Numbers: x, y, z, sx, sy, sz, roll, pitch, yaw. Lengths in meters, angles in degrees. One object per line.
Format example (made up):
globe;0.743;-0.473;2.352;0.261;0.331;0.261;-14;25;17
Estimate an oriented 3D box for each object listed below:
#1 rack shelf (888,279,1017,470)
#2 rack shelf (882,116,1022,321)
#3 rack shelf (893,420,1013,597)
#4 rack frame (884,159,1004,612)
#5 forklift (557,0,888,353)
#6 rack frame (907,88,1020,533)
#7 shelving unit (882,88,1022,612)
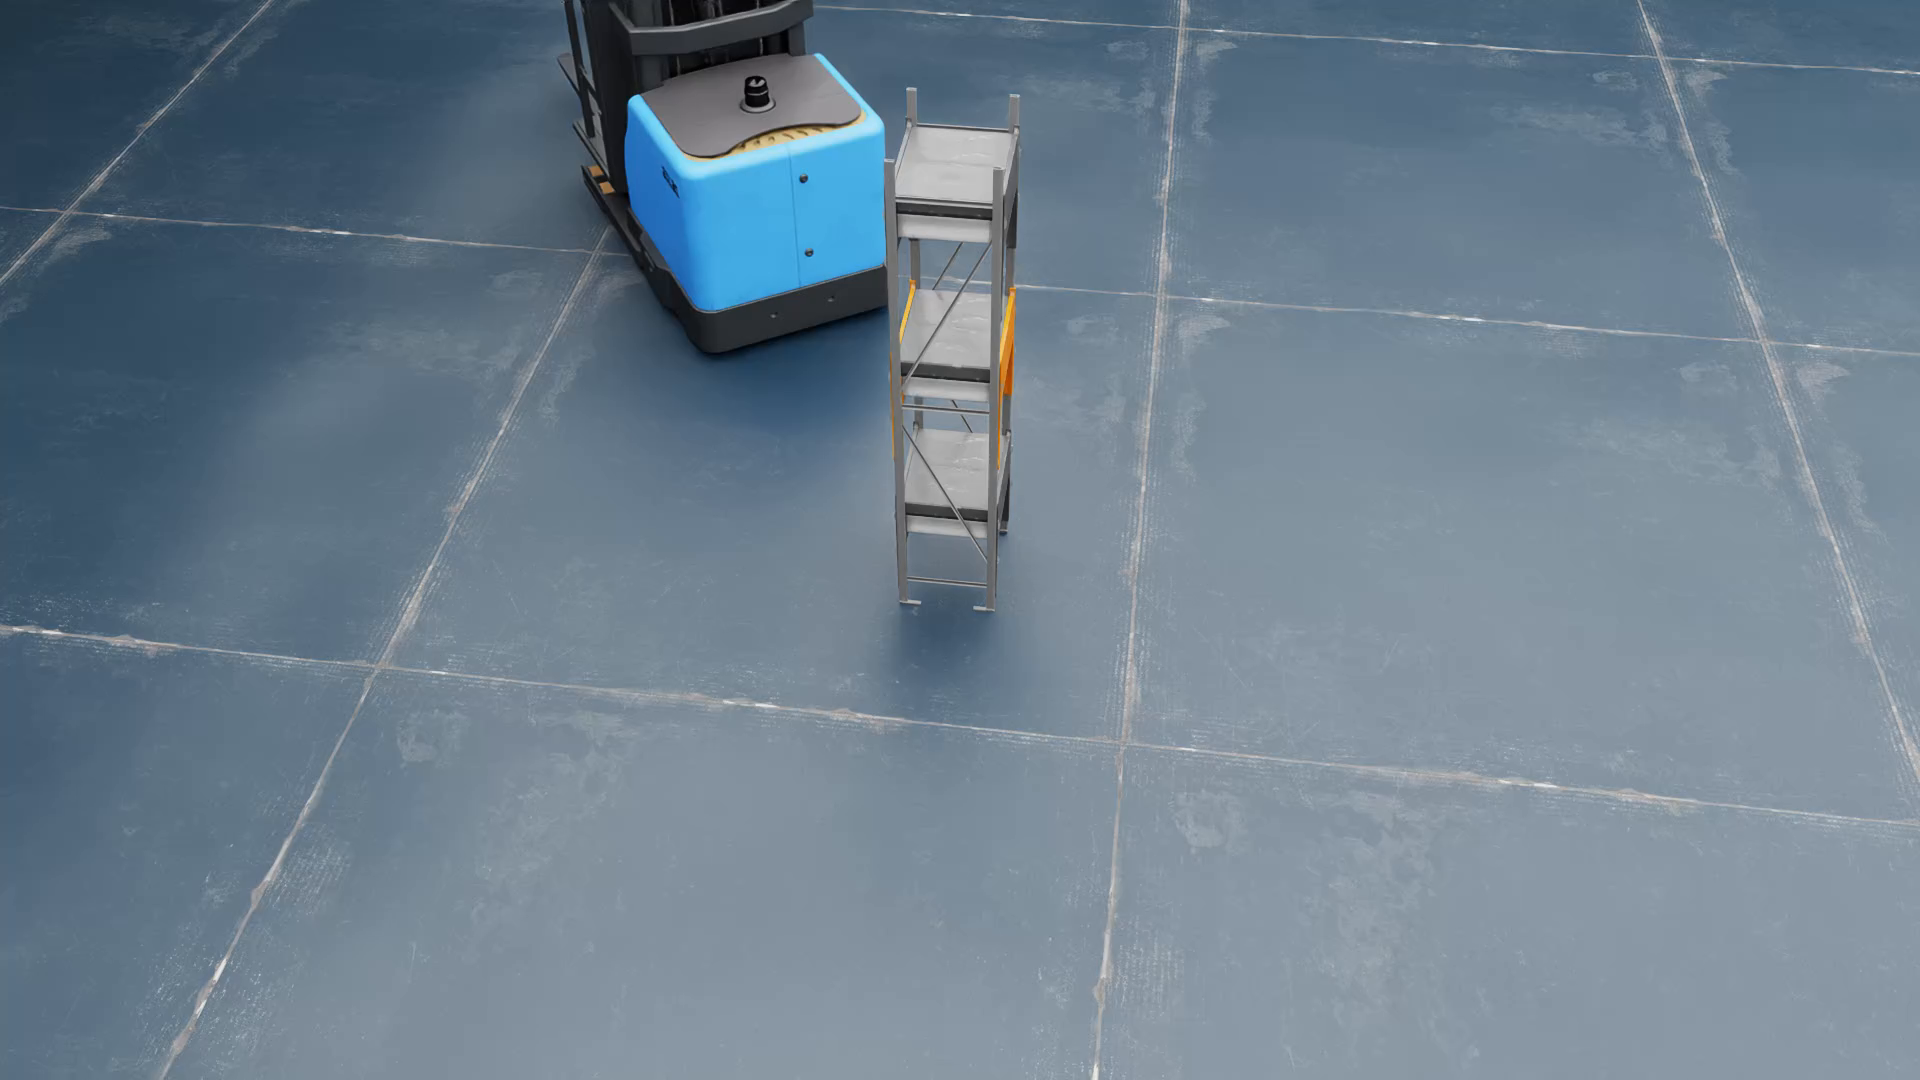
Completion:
rack shelf;-0.022;-0.640;6.418;0.431;0.518;0.480;5;44;6
rack shelf;-0.022;-1.148;5.937;0.431;0.518;0.480;5;44;6
rack shelf;-0.022;-0.131;6.900;0.431;0.518;0.480;5;44;6
rack frame;-0.054;-0.483;6.233;0.400;2.100;0.015;5;44;6
forklift;-1.447;-2.992;8.279;1.130;2.935;3.031;-19;47;-19
rack frame;0.010;-0.816;6.585;0.400;2.100;0.015;5;44;6
shelving unit;-0.022;-0.650;6.409;0.431;2.100;0.503;5;44;6
